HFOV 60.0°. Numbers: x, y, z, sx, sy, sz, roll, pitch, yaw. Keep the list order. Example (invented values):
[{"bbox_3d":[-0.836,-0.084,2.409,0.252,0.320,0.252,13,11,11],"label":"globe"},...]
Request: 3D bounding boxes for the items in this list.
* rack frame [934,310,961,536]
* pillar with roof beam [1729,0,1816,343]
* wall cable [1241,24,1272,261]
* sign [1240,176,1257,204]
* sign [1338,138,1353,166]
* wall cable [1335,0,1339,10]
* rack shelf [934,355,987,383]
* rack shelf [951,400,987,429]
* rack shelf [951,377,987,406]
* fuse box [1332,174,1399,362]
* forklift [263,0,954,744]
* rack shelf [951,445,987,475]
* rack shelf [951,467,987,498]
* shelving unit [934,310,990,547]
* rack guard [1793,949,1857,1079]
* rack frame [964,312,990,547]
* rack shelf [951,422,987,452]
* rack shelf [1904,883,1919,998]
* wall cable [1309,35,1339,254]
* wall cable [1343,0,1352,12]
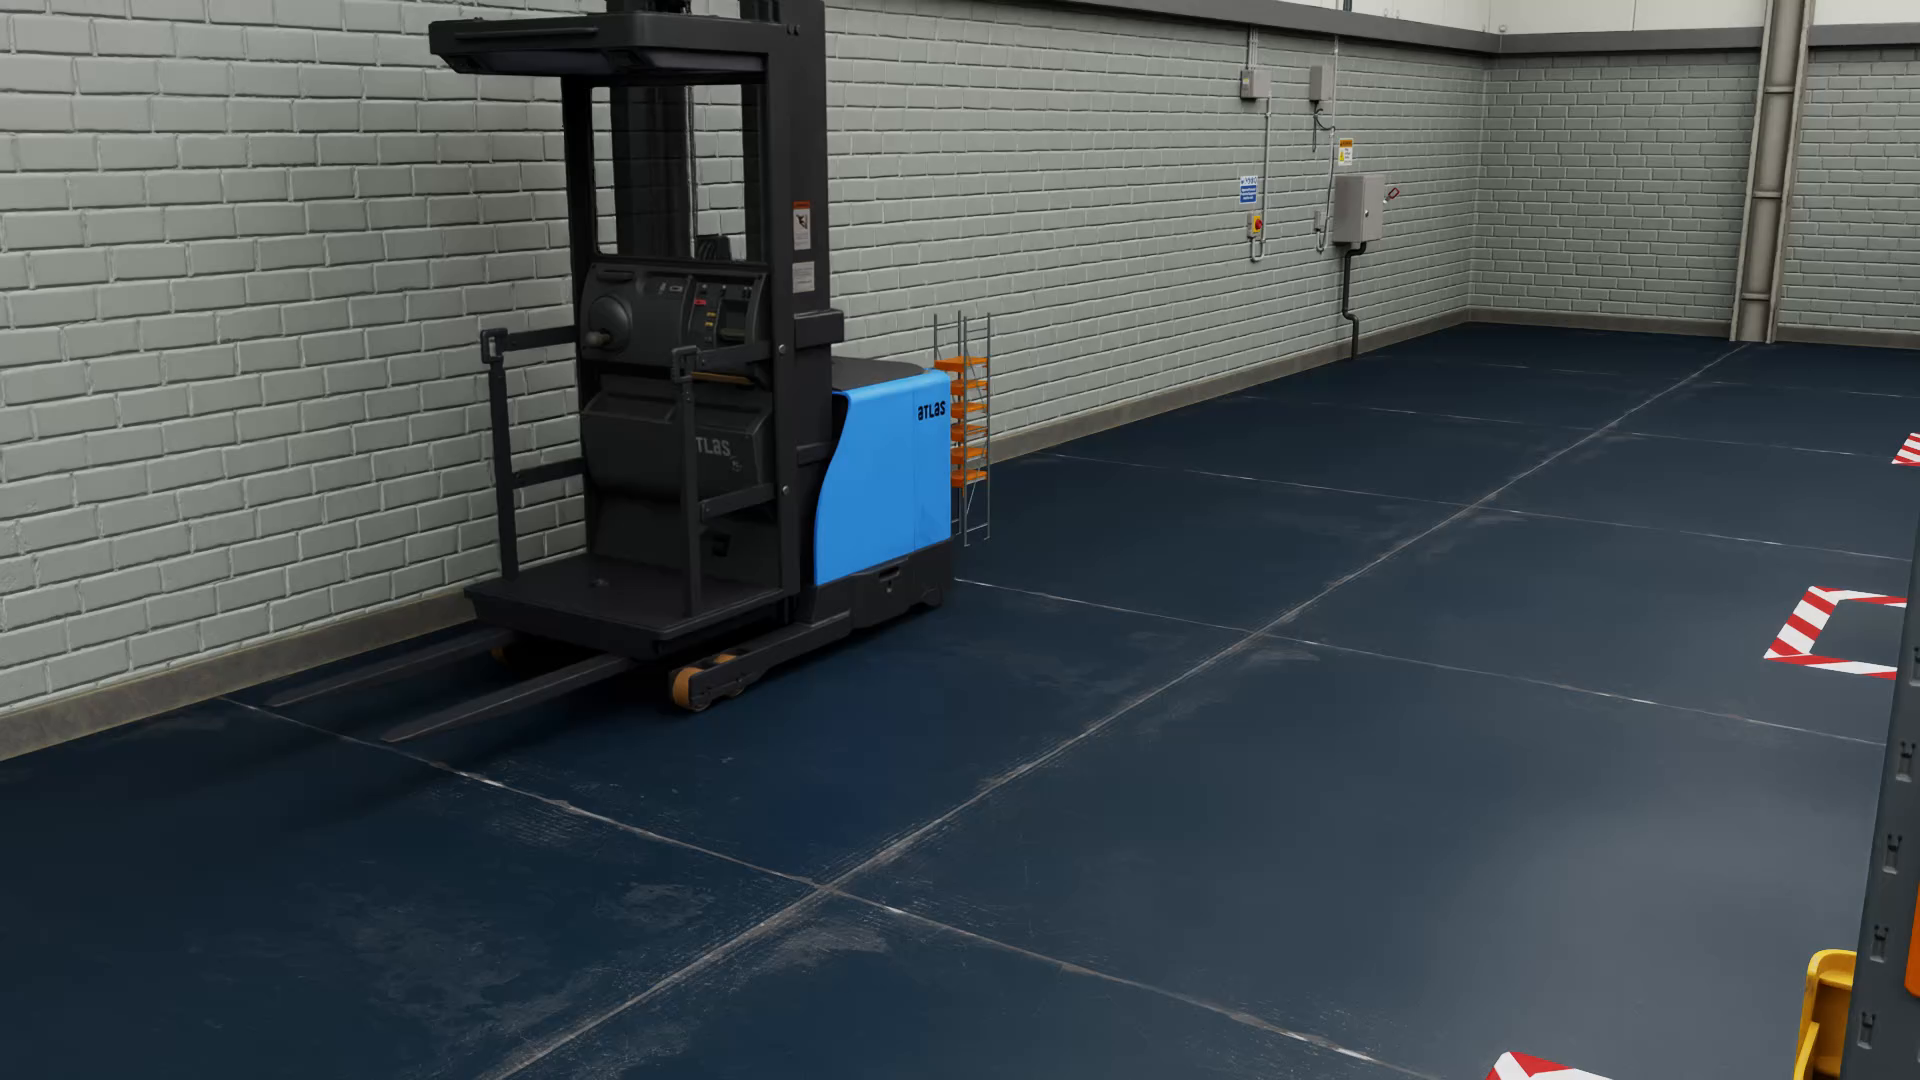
[{"bbox_3d":[-0.064,-0.593,8.721,0.006,1.200,0.240,9,17,33],"label":"rack frame"},{"bbox_3d":[5.755,-5.563,12.568,0.400,9.000,9.100,9,17,33],"label":"pillar with roof beam"},{"bbox_3d":[2.432,-3.238,13.480,0.123,1.953,0.585,9,17,33],"label":"wall cable"},{"bbox_3d":[2.355,-2.859,13.568,0.001,0.218,0.327,9,17,33],"label":"sign"},{"bbox_3d":[3.523,-3.546,15.187,0.001,0.242,0.339,9,17,33],"label":"sign"},{"bbox_3d":[2.669,-5.746,13.308,0.029,3.000,2.355,9,17,33],"label":"wall cable"},{"bbox_3d":[0.012,-0.887,8.595,0.180,0.103,0.258,9,17,33],"label":"rack shelf"},{"bbox_3d":[0.012,-0.654,8.653,0.180,0.103,0.258,9,17,33],"label":"rack shelf"},{"bbox_3d":[0.012,-0.770,8.624,0.180,0.103,0.258,9,17,33],"label":"rack shelf"},{"bbox_3d":[3.726,-2.503,15.374,0.414,1.711,0.539,9,17,33],"label":"fuse box"},{"bbox_3d":[-1.257,-0.910,6.398,1.130,2.935,3.031,9,17,32],"label":"forklift"},{"bbox_3d":[0.012,-0.421,8.711,0.180,0.103,0.258,9,17,33],"label":"rack shelf"},{"bbox_3d":[0.012,-0.304,8.740,0.180,0.103,0.258,9,17,33],"label":"rack shelf"},{"bbox_3d":[0.012,-0.580,8.671,0.189,1.200,0.258,9,17,33],"label":"shelving unit"},{"bbox_3d":[1.574,1.208,2.901,0.348,0.500,1.175,9,17,33],"label":"rack guard"},{"bbox_3d":[0.088,-0.568,8.622,0.006,1.200,0.240,9,17,33],"label":"rack frame"},{"bbox_3d":[0.012,-0.537,8.682,0.180,0.103,0.258,9,17,33],"label":"rack shelf"},{"bbox_3d":[3.253,0.616,1.591,4.000,0.370,1.077,9,17,33],"label":"rack shelf"},{"bbox_3d":[3.214,-3.507,14.633,0.122,1.984,0.588,9,17,33],"label":"wall cable"},{"bbox_3d":[4.255,-6.315,15.527,0.133,3.039,2.988,9,17,33],"label":"wall cable"}]
